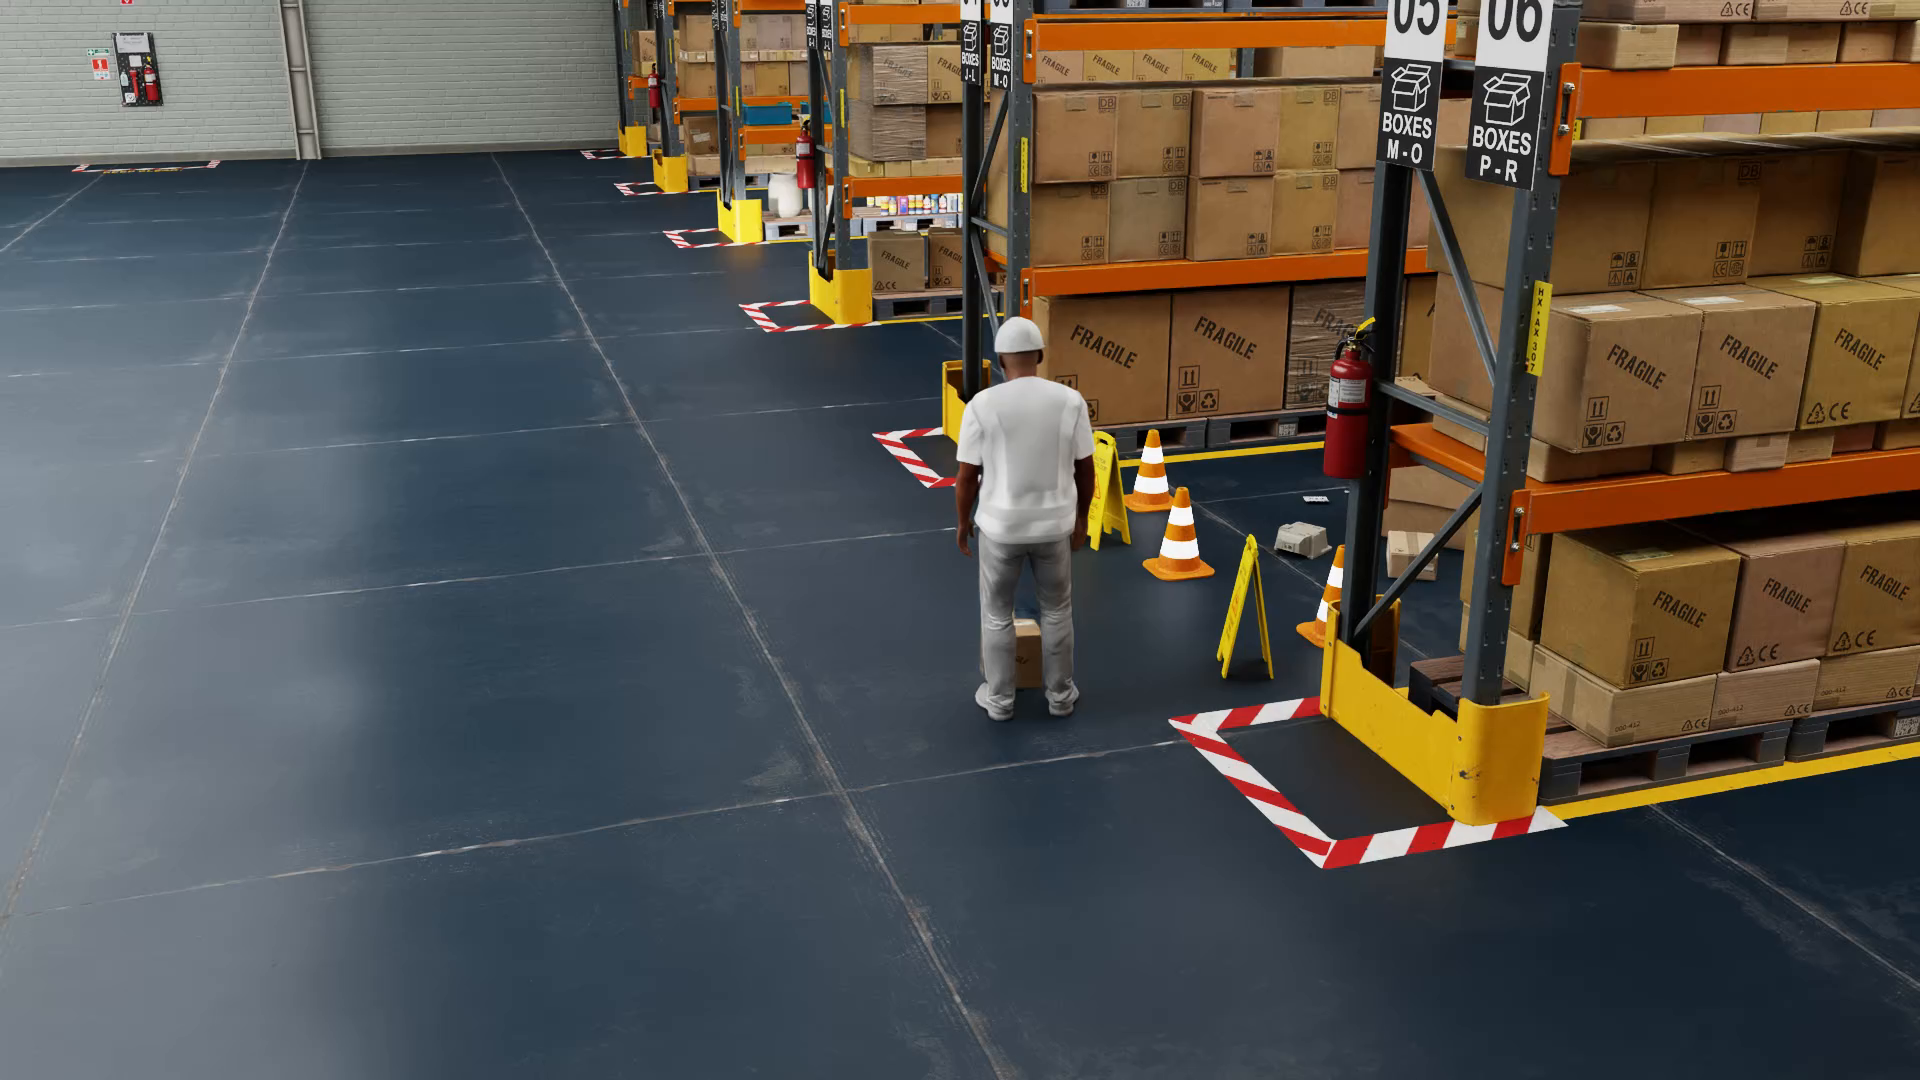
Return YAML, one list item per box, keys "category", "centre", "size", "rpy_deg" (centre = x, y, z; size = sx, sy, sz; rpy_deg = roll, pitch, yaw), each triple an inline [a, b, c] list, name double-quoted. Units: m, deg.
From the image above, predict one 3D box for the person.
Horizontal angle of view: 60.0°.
- category: "person"
  centre: [0.274, -0.077, 7.129]
  size: [0.607, 1.762, 0.449]
  rpy_deg: [-3, 19, -8]
